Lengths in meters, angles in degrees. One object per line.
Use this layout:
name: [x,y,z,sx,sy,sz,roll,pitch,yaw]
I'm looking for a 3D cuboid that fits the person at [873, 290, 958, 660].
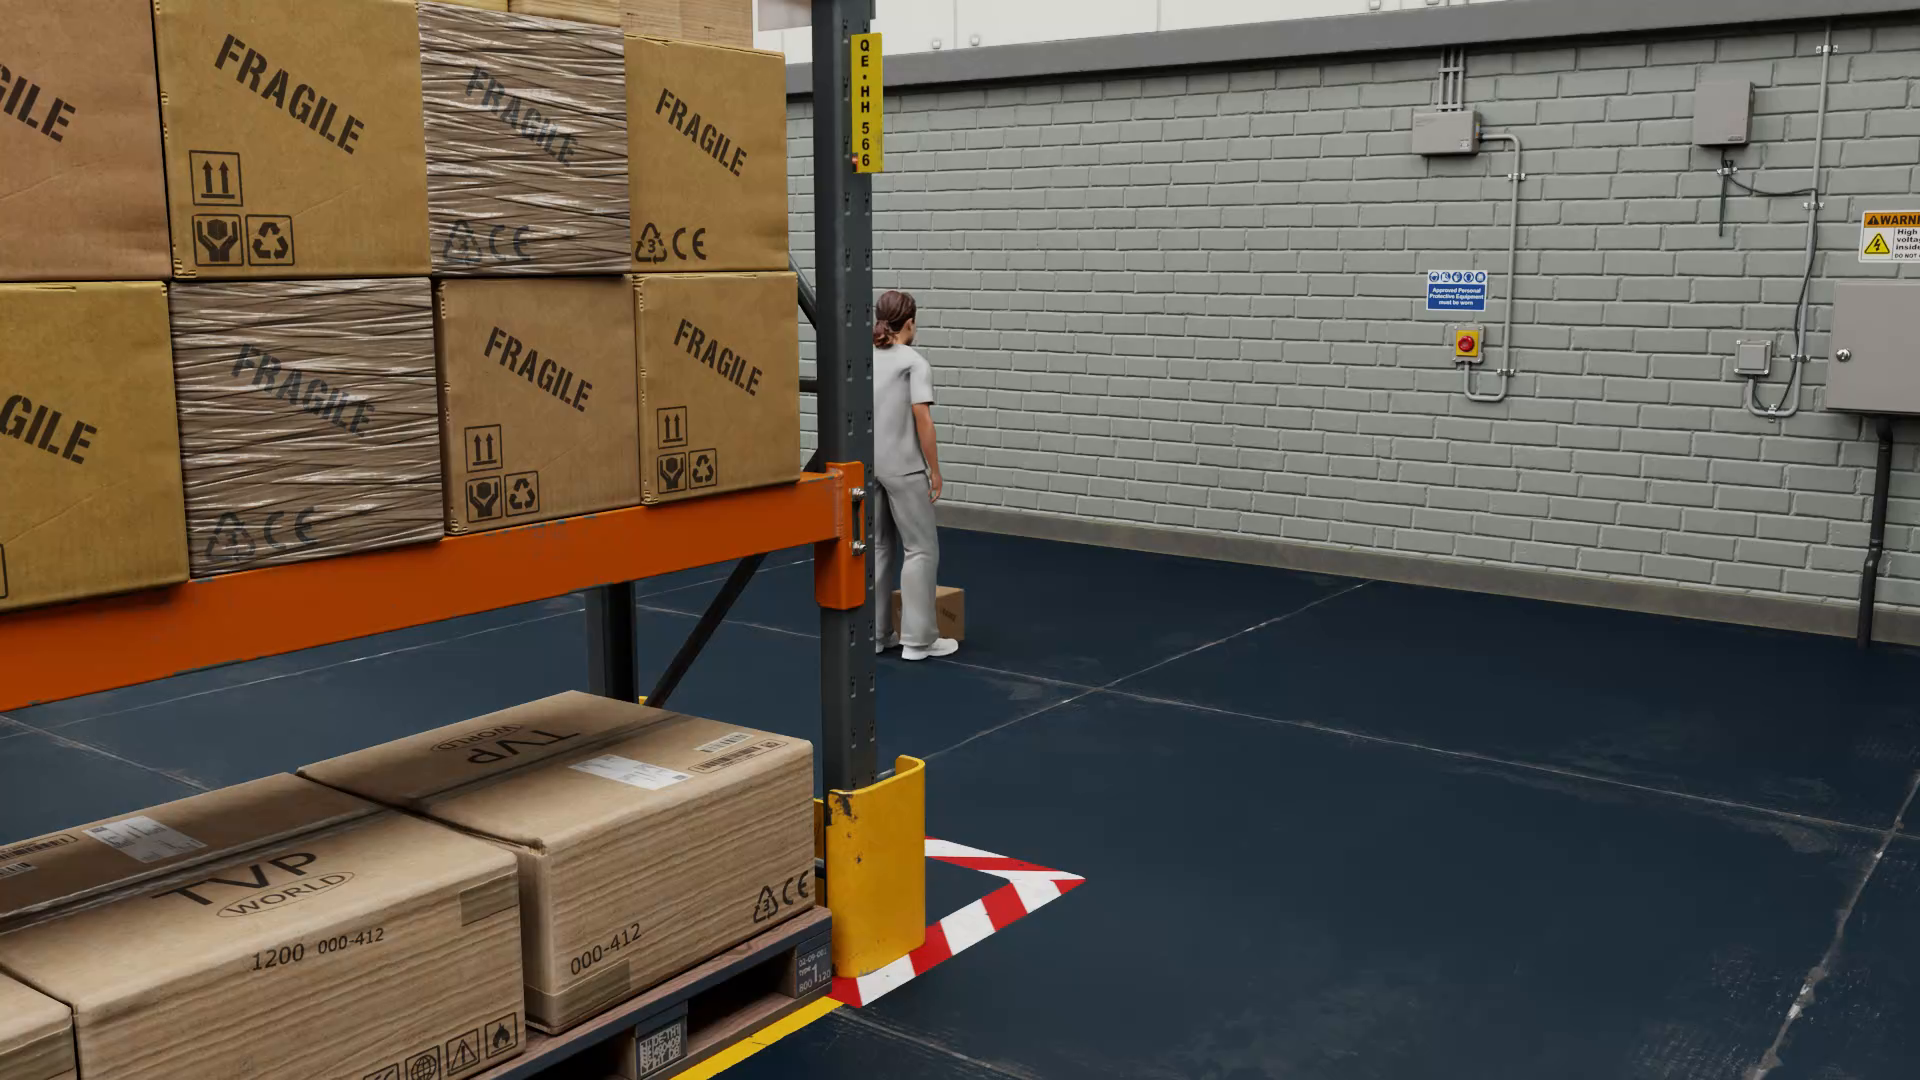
person: [-0.293,-0.300,7.628,0.501,1.671,0.362,6,12,33]
